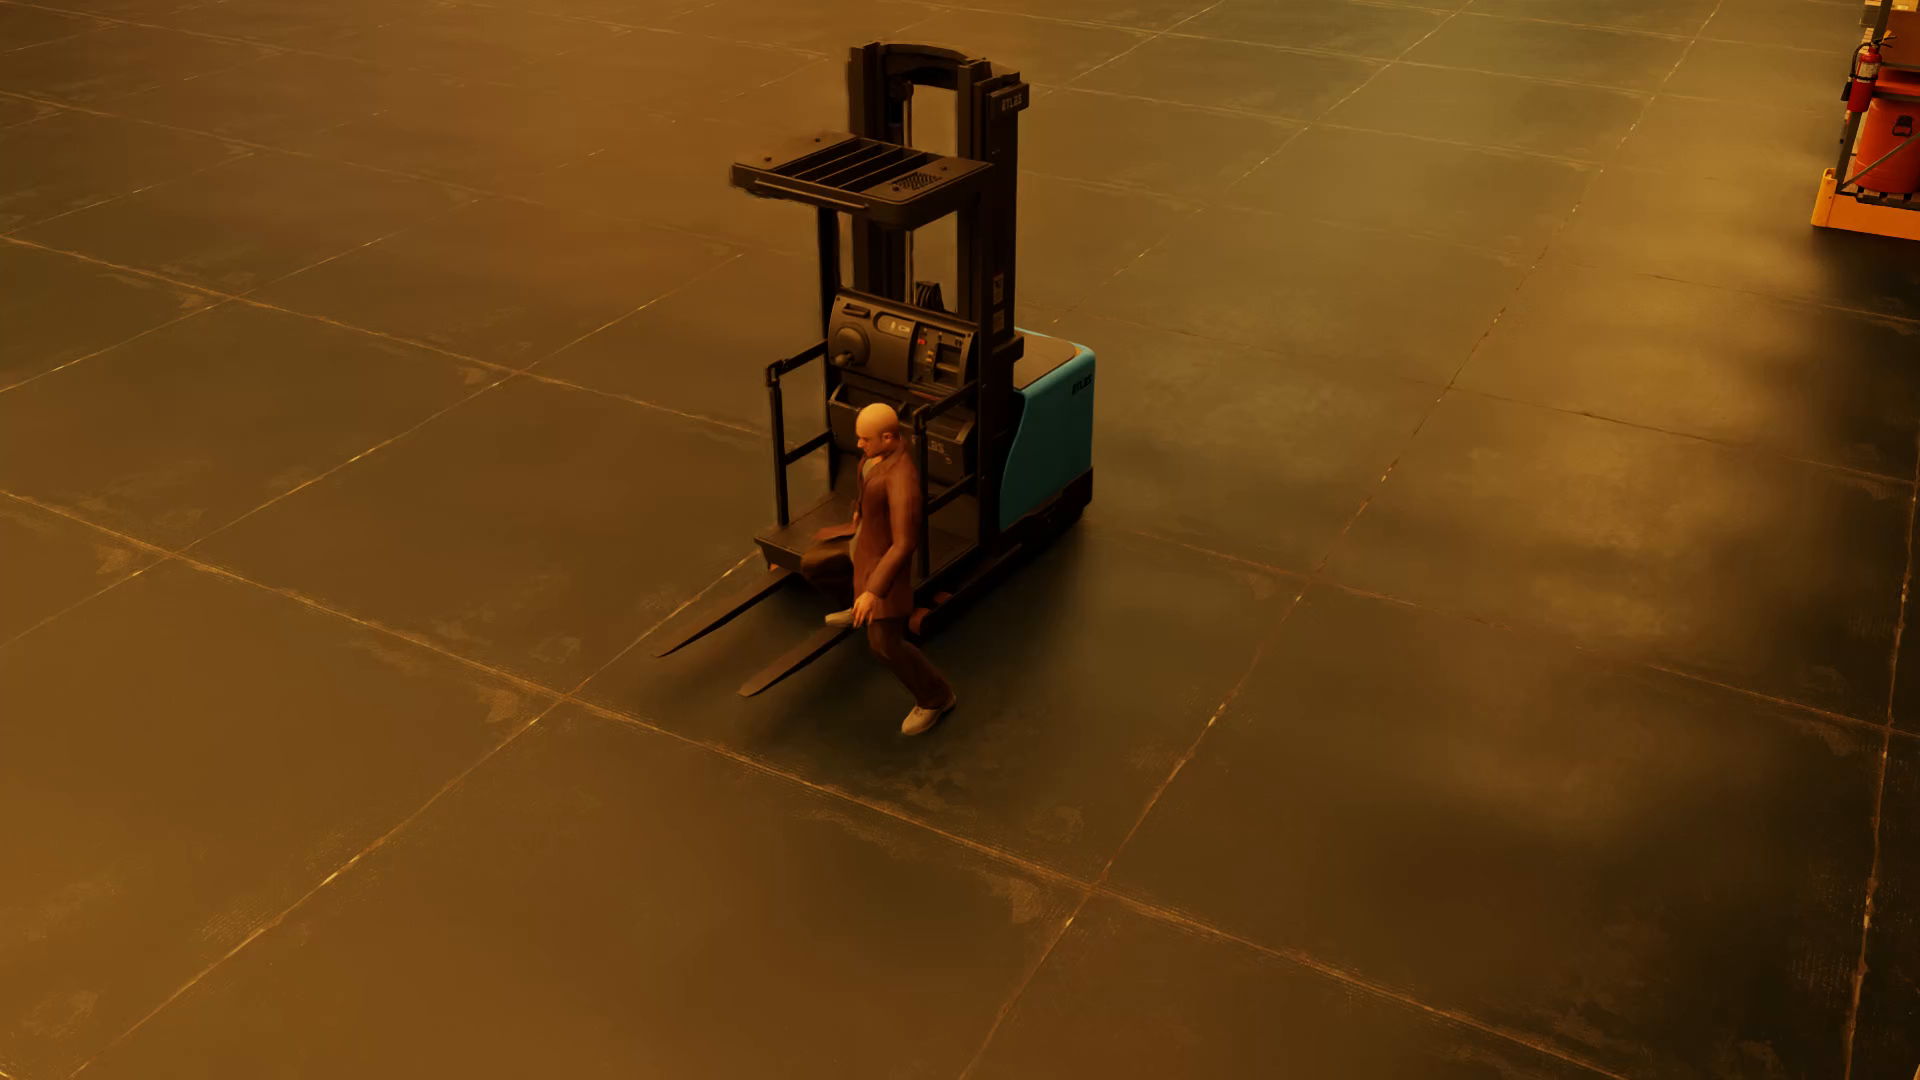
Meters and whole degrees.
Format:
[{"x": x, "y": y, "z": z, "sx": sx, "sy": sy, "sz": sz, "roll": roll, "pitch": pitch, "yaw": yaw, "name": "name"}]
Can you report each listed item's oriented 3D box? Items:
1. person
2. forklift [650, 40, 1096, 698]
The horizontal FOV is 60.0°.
[{"x": -0.405, "y": 0.078, "z": 8.221, "sx": 0.709, "sy": 1.681, "sz": 0.990, "roll": -6, "pitch": 31, "yaw": -10, "name": "person"}, {"x": -0.446, "y": -1.013, "z": 8.826, "sx": 1.130, "sy": 2.935, "sz": 3.031, "roll": 20, "pitch": 35, "yaw": 30, "name": "forklift"}]
